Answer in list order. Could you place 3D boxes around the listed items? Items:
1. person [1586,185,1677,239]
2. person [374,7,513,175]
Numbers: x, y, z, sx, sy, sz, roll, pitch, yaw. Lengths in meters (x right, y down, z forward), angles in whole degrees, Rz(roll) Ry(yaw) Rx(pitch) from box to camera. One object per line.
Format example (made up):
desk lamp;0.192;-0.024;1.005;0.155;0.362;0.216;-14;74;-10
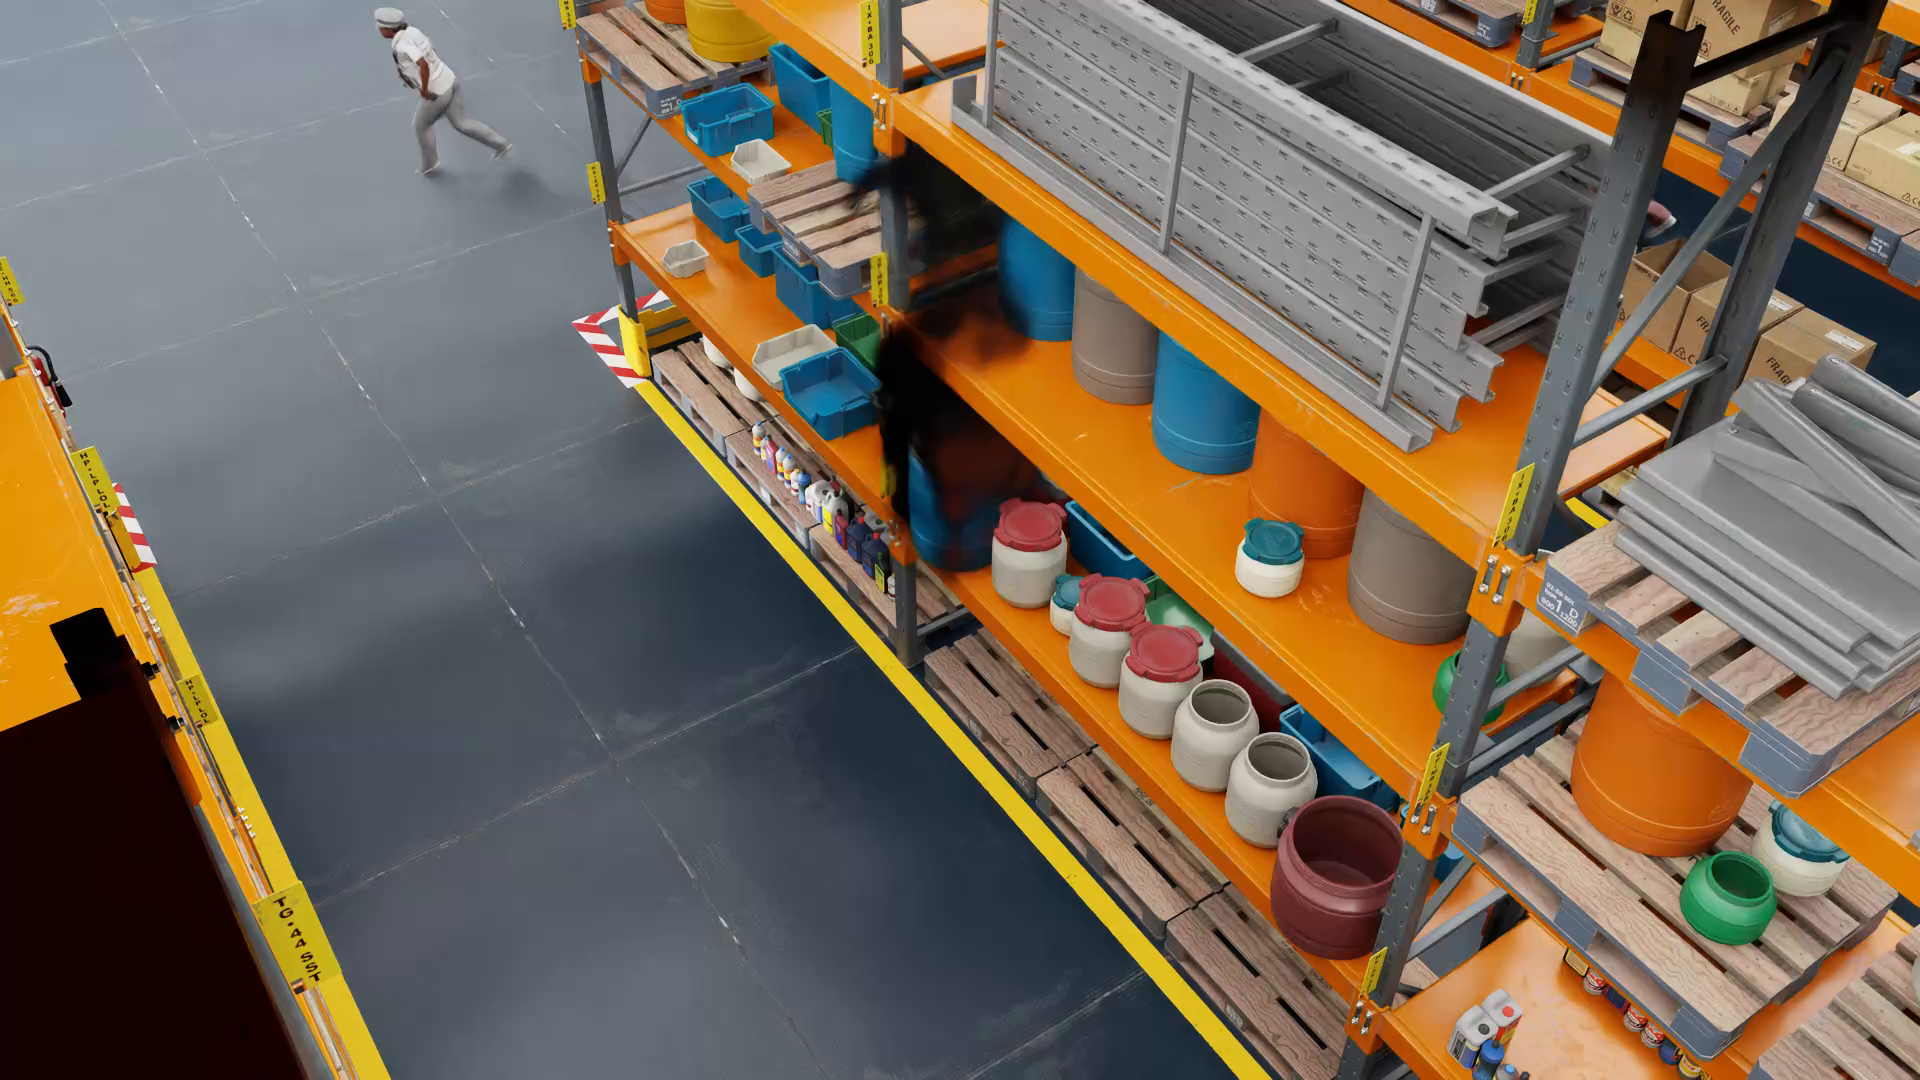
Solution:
person;5.763;-3.281;14.141;0.978;1.612;0.586;31;51;30
person;-4.609;-3.983;14.952;0.983;1.627;0.611;-2;43;-2
